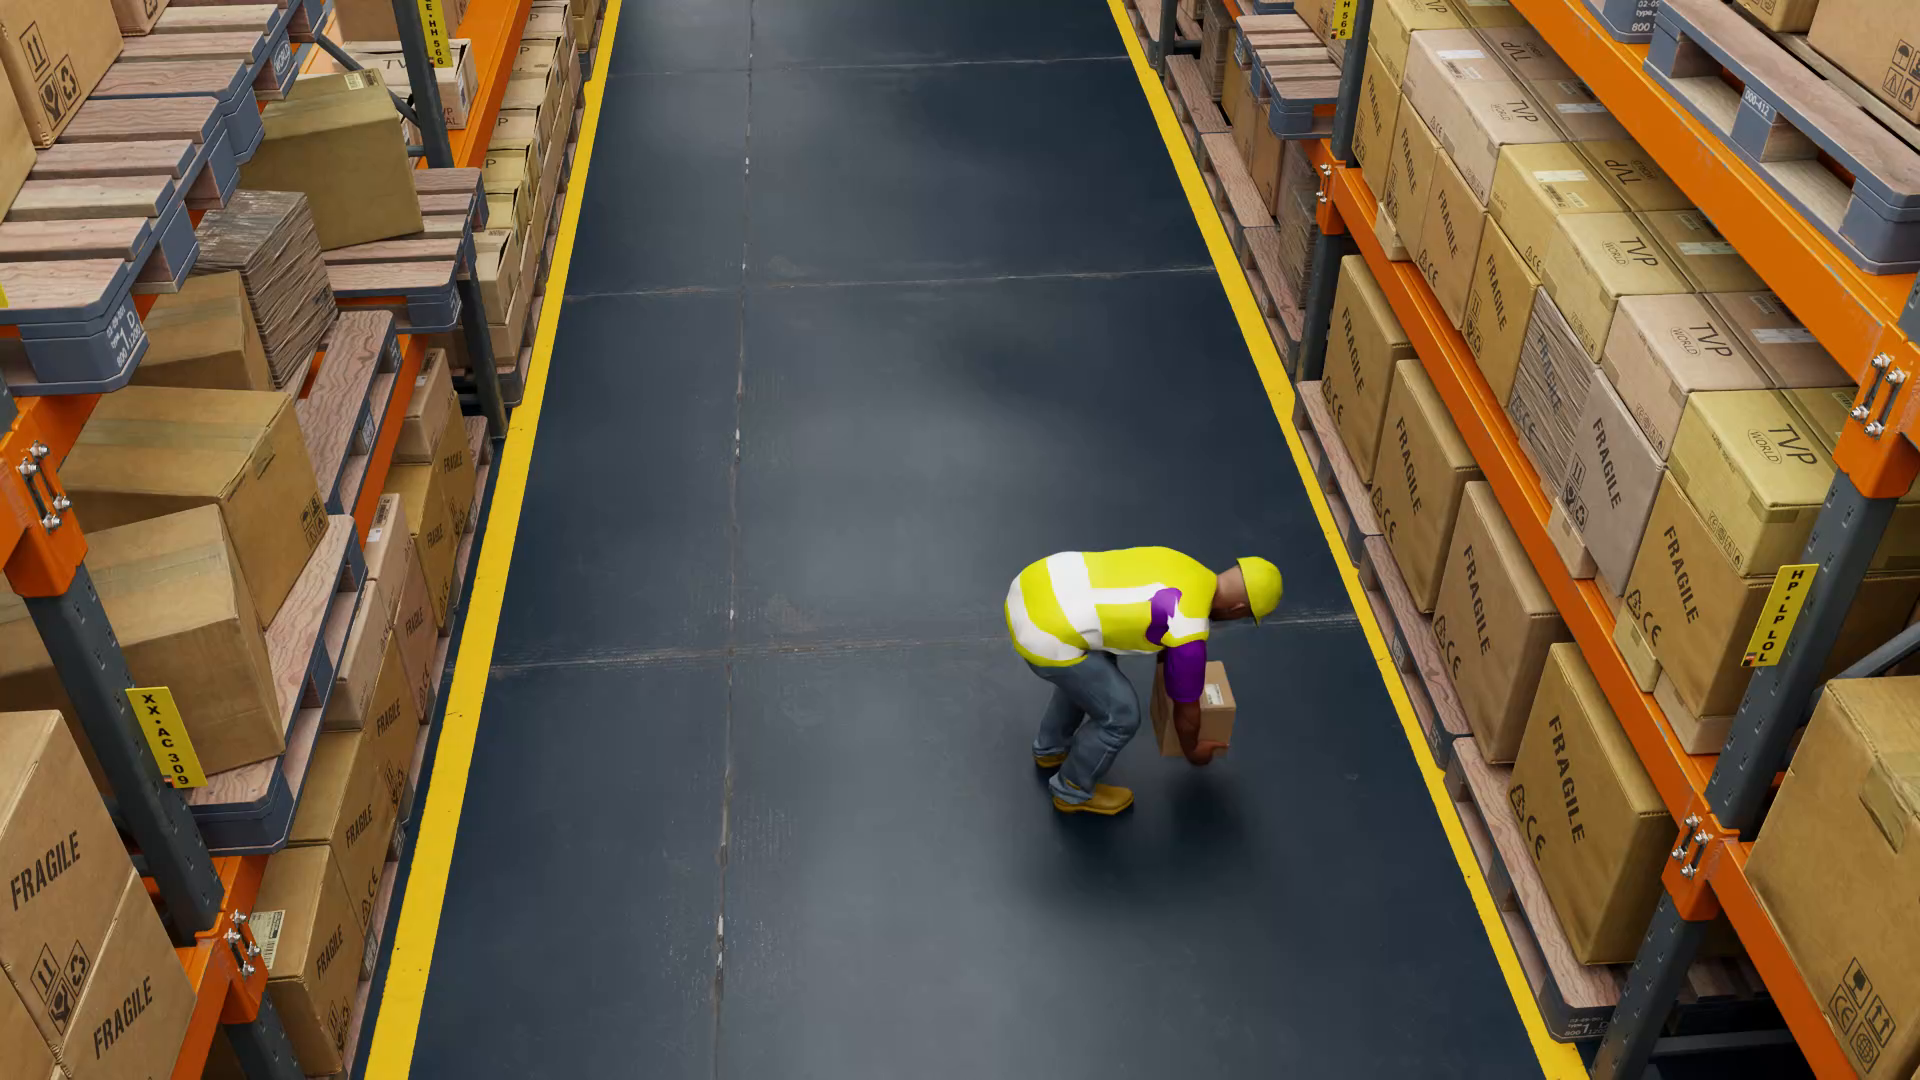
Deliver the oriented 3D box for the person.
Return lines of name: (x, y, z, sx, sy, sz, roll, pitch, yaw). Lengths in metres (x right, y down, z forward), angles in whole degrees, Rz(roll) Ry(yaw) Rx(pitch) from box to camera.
person: (0.653, 0.491, 6.074, 0.982, 1.075, 0.479, -5, 39, -6)
